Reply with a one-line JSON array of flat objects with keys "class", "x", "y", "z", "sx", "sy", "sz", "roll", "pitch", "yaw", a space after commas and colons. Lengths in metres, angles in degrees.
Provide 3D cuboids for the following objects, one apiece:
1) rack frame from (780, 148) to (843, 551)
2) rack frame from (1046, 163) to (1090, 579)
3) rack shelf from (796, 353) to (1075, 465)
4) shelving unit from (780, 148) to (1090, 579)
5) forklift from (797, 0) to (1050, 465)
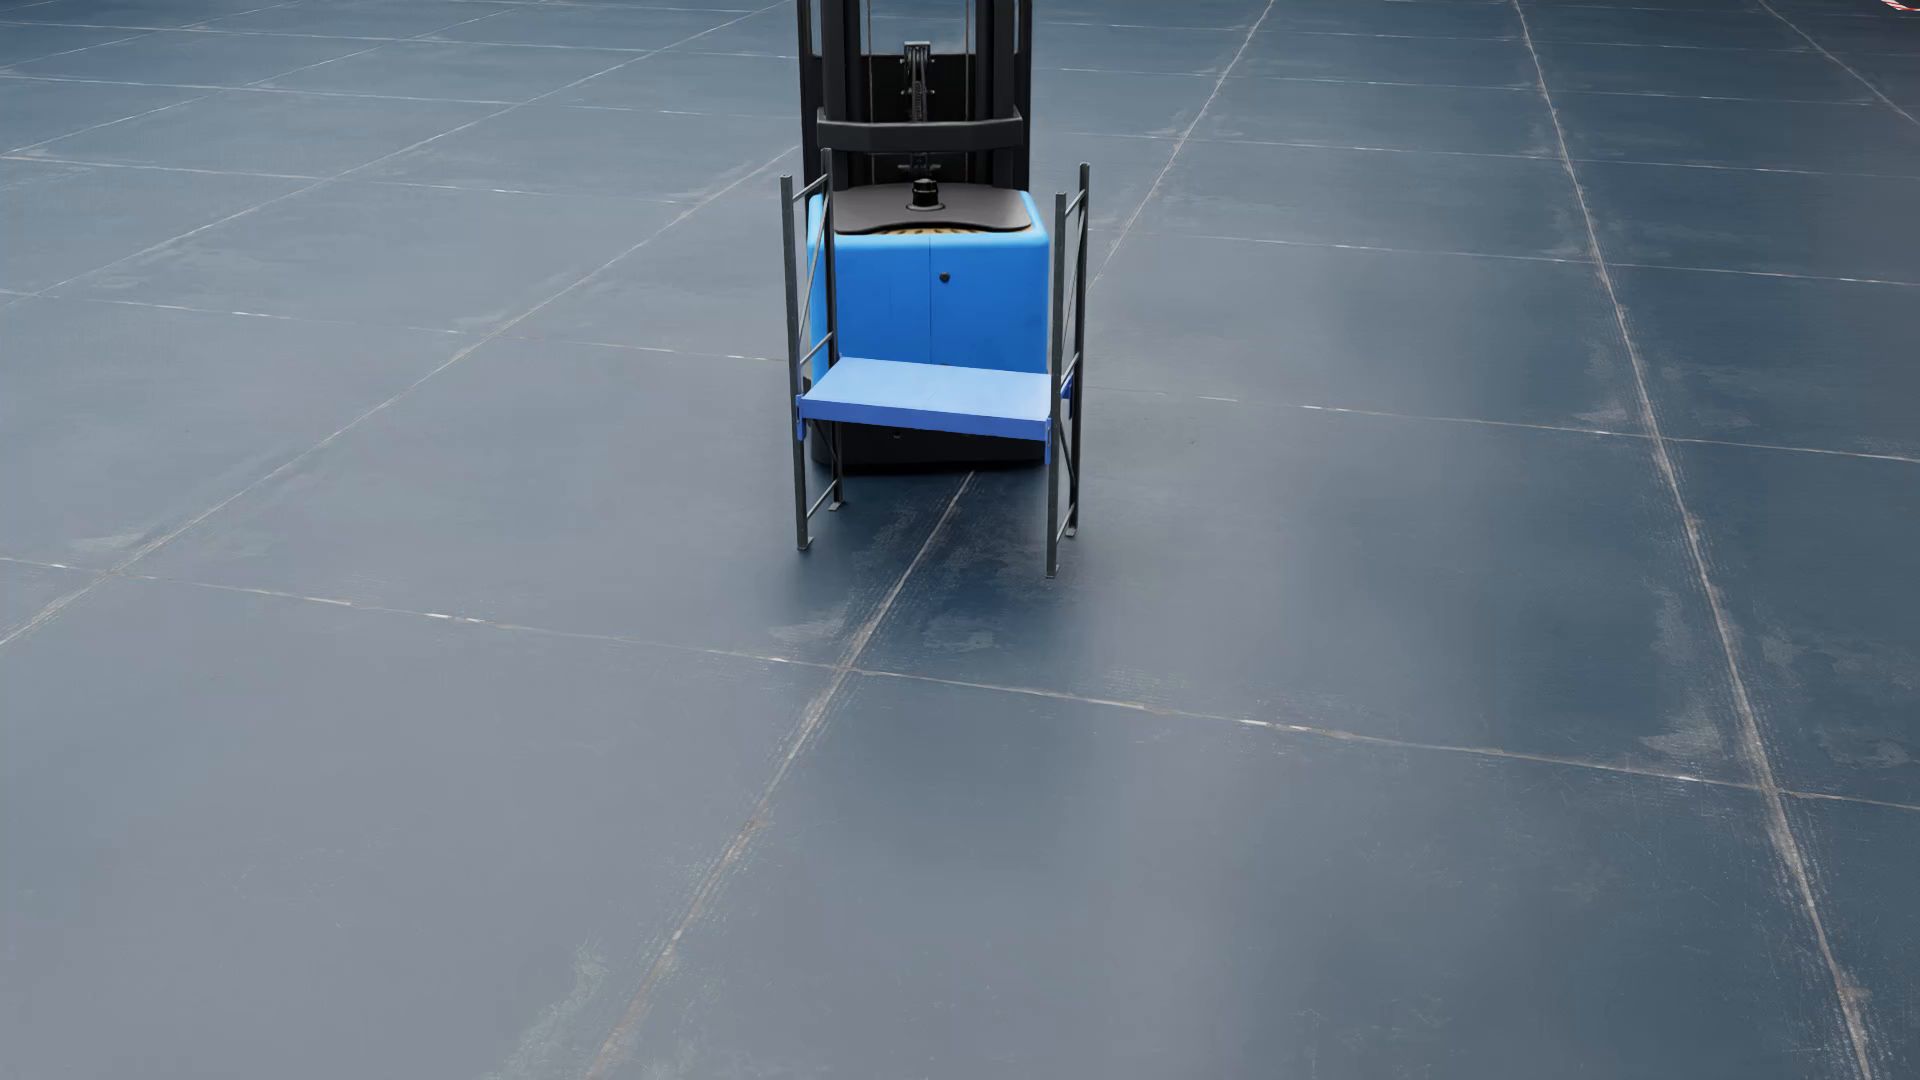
[{"class": "rack frame", "x": -0.575, "y": -0.741, "z": 6.561, "sx": 0.032, "sy": 1.500, "sz": 0.500, "roll": 6, "pitch": 26, "yaw": 13}, {"class": "rack frame", "x": 0.410, "y": -0.632, "z": 6.332, "sx": 0.032, "sy": 1.500, "sz": 0.500, "roll": 6, "pitch": 26, "yaw": 13}, {"class": "rack shelf", "x": -0.083, "y": -0.524, "z": 6.524, "sx": 1.000, "sy": 0.185, "sz": 0.538, "roll": 6, "pitch": 26, "yaw": 13}, {"class": "shelving unit", "x": -0.083, "y": -0.686, "z": 6.447, "sx": 1.048, "sy": 1.500, "sz": 0.538, "roll": 6, "pitch": 26, "yaw": 13}, {"class": "forklift", "x": -0.227, "y": -2.249, "z": 8.063, "sx": 1.130, "sy": 2.935, "sz": 3.031, "roll": -2, "pitch": 26, "yaw": -4}]
